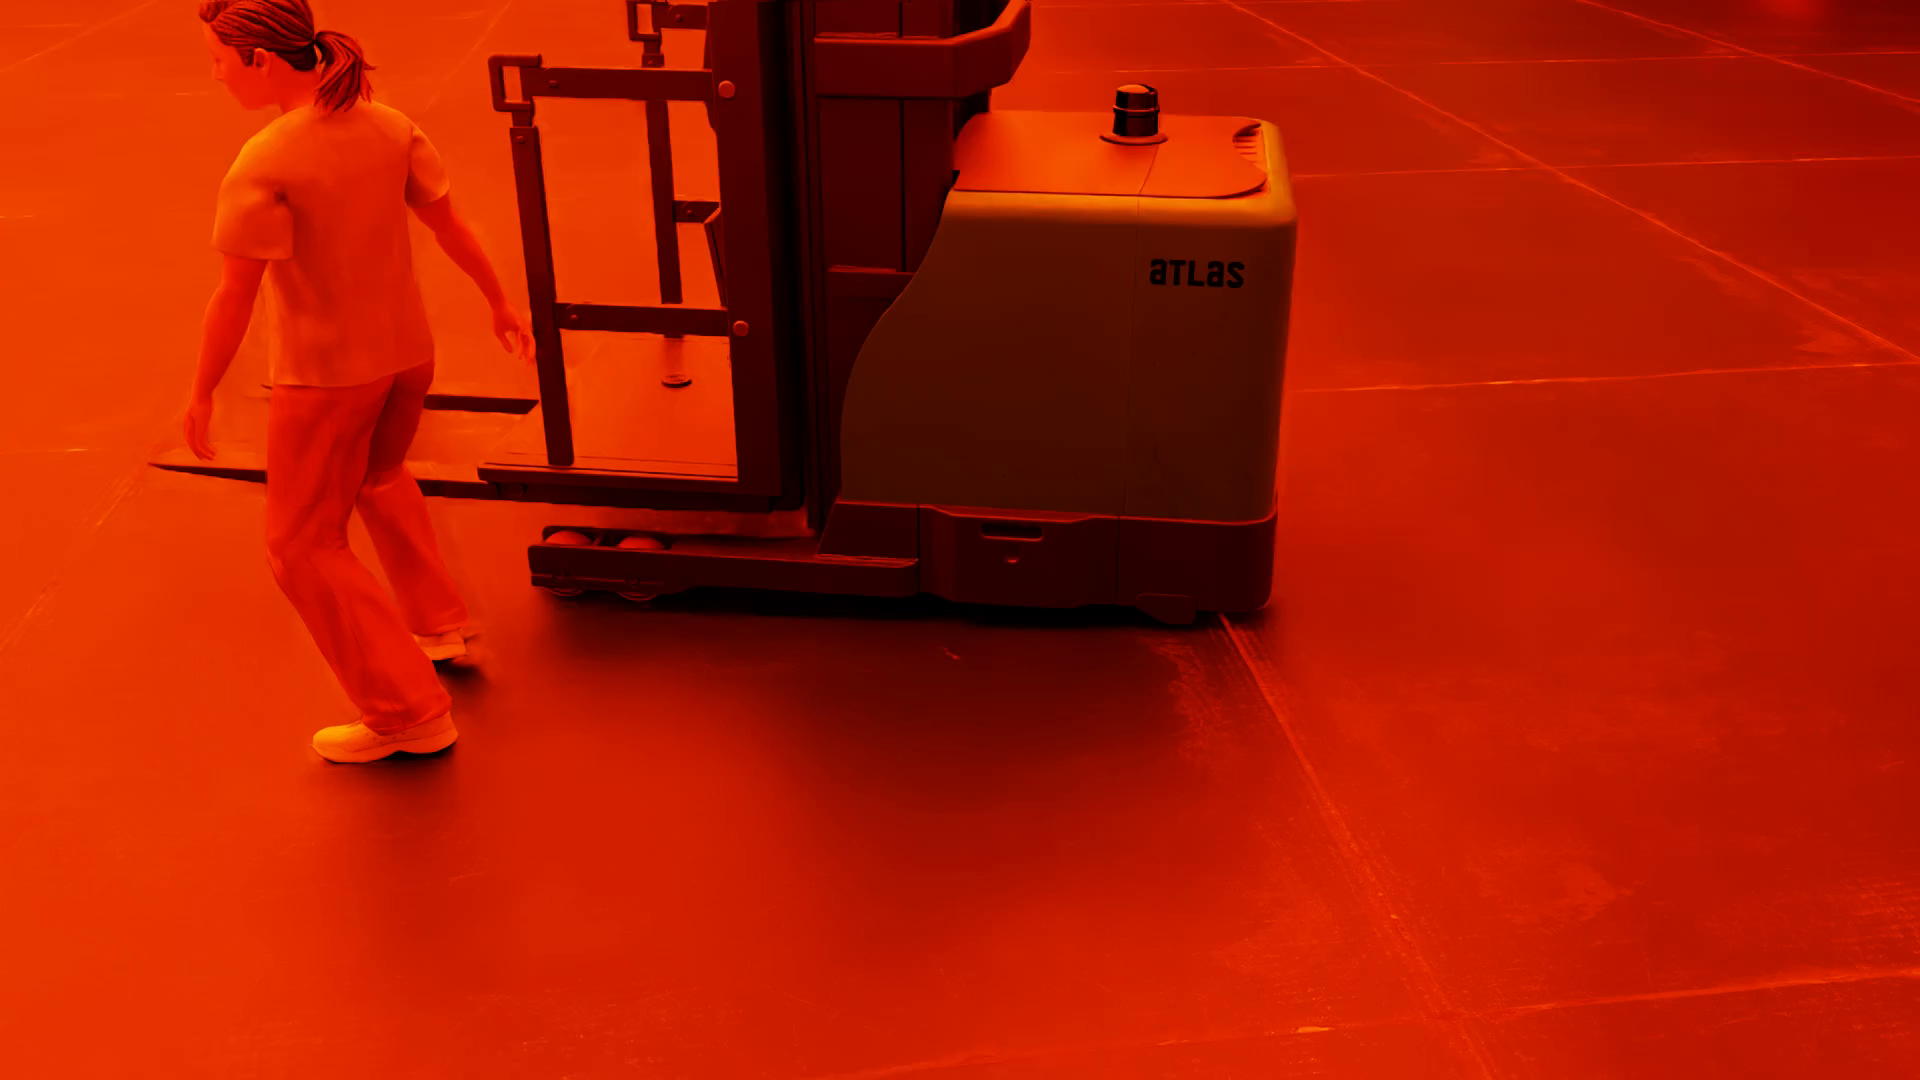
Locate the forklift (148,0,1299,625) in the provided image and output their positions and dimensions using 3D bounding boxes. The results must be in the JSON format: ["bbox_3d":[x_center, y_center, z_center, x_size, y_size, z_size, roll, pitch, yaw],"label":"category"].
[{"bbox_3d":[-0.671,-1.385,4.105,3.031,2.935,1.130,3,26,7],"label":"forklift"}]

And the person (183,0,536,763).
[{"bbox_3d":[-1.265,-0.370,3.549,0.539,1.635,0.731,13,29,25],"label":"person"}]
